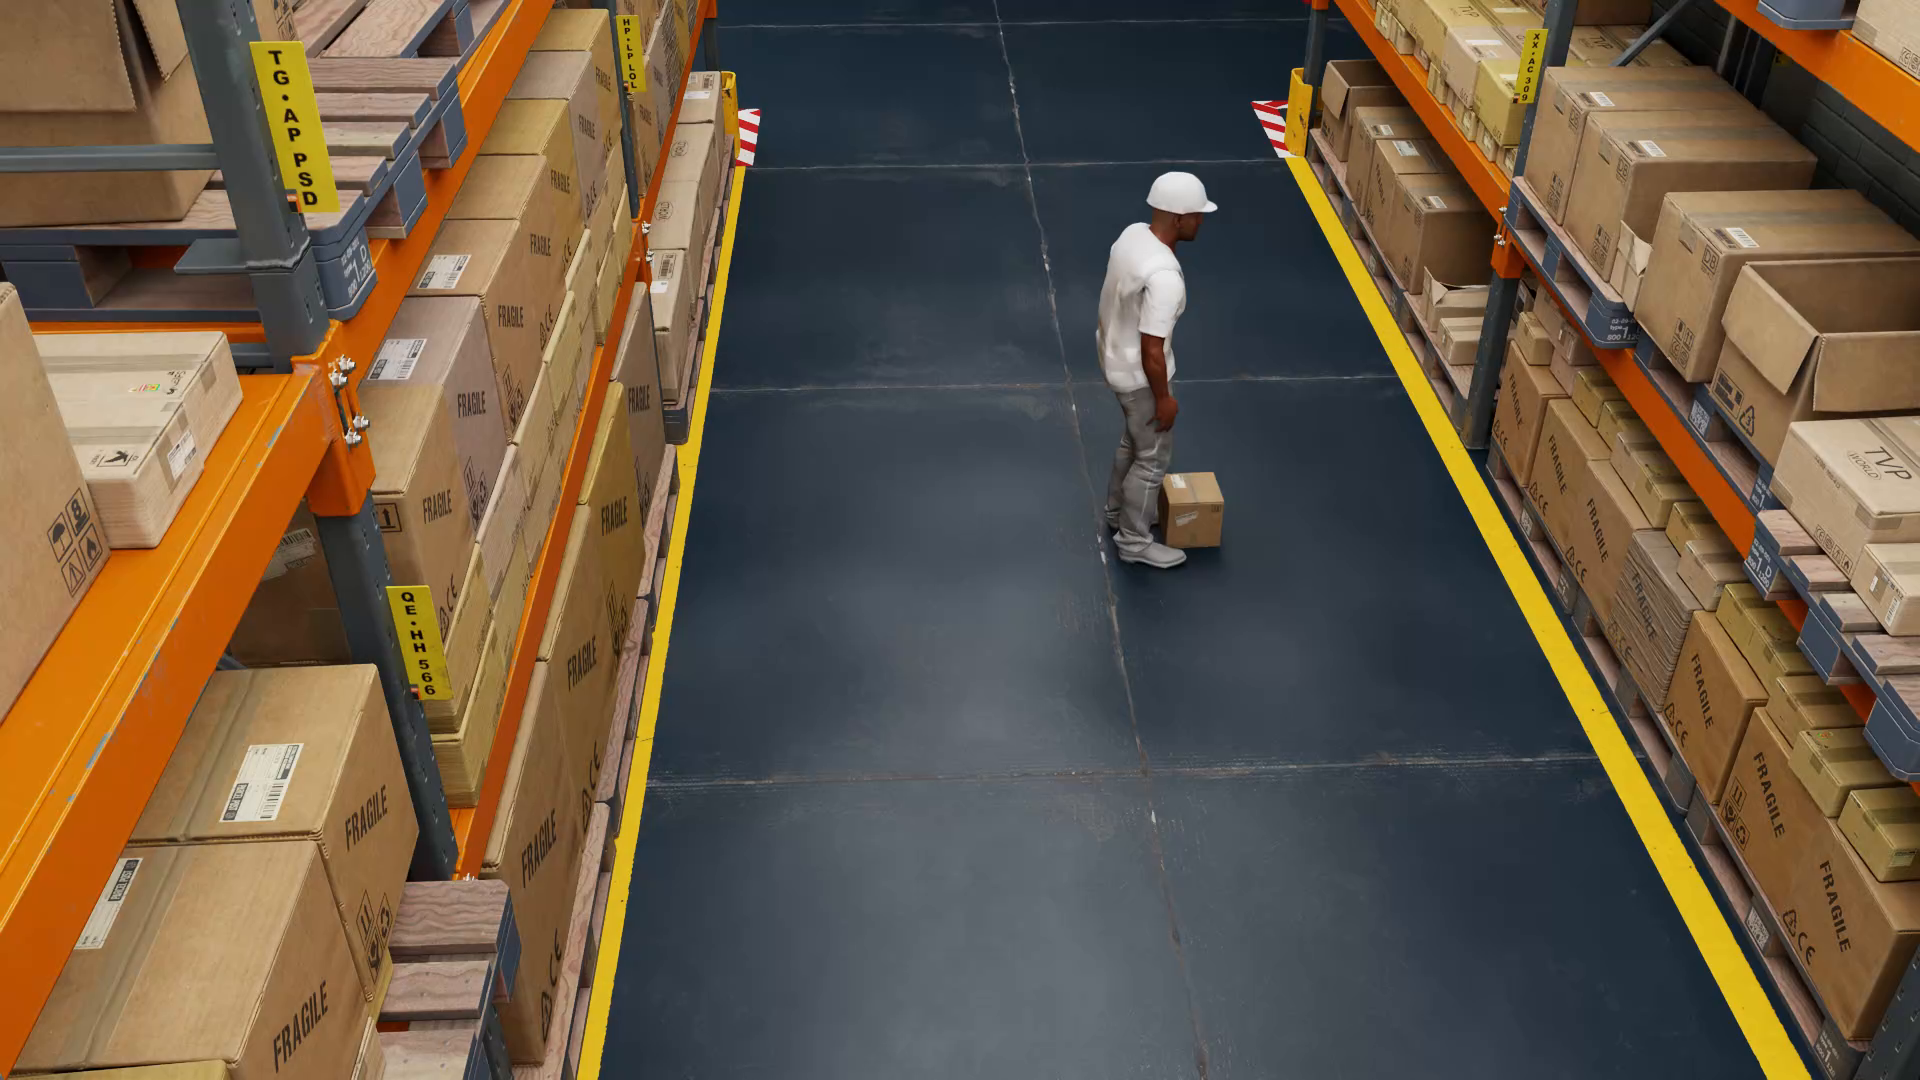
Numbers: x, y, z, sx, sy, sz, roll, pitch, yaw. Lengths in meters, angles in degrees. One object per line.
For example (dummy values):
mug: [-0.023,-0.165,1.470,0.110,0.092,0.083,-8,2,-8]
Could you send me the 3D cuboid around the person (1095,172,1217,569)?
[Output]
person: [0.823,-0.742,7.190,0.463,1.759,0.626,-3,35,-4]
